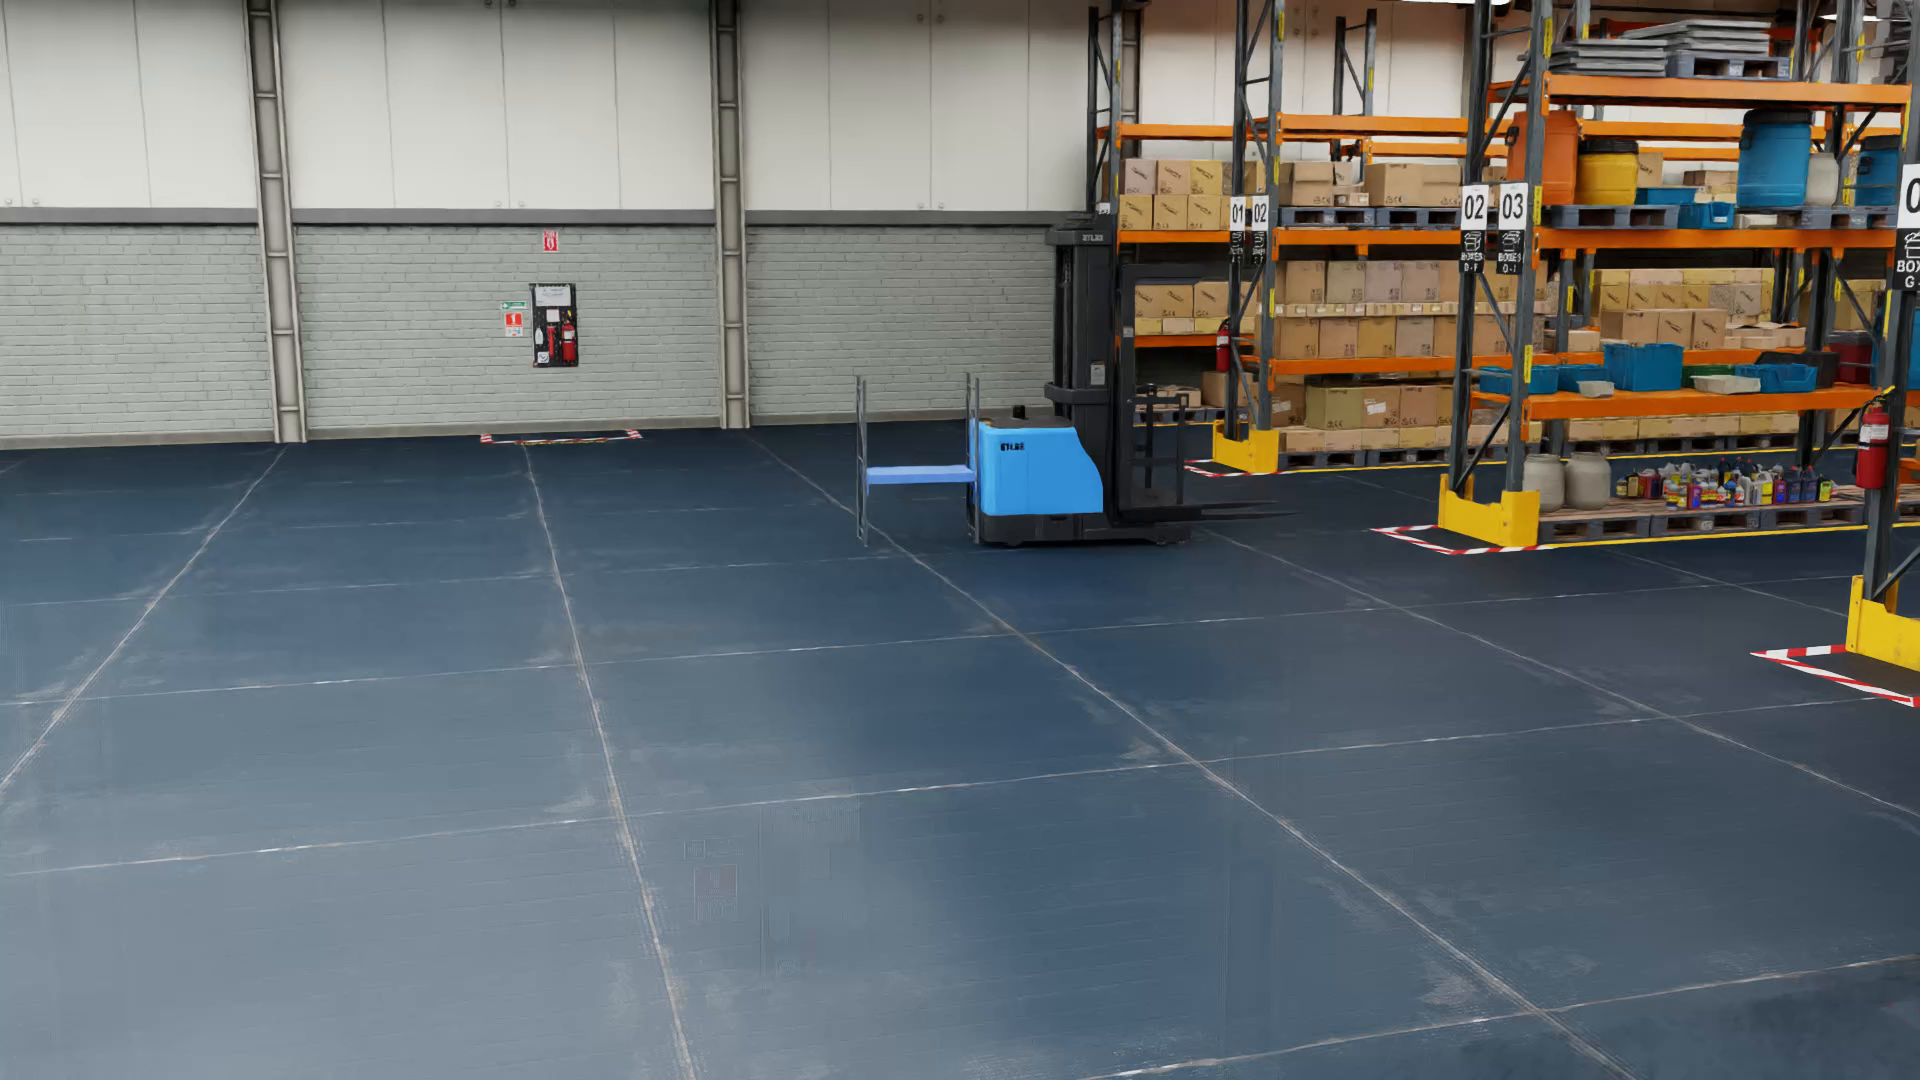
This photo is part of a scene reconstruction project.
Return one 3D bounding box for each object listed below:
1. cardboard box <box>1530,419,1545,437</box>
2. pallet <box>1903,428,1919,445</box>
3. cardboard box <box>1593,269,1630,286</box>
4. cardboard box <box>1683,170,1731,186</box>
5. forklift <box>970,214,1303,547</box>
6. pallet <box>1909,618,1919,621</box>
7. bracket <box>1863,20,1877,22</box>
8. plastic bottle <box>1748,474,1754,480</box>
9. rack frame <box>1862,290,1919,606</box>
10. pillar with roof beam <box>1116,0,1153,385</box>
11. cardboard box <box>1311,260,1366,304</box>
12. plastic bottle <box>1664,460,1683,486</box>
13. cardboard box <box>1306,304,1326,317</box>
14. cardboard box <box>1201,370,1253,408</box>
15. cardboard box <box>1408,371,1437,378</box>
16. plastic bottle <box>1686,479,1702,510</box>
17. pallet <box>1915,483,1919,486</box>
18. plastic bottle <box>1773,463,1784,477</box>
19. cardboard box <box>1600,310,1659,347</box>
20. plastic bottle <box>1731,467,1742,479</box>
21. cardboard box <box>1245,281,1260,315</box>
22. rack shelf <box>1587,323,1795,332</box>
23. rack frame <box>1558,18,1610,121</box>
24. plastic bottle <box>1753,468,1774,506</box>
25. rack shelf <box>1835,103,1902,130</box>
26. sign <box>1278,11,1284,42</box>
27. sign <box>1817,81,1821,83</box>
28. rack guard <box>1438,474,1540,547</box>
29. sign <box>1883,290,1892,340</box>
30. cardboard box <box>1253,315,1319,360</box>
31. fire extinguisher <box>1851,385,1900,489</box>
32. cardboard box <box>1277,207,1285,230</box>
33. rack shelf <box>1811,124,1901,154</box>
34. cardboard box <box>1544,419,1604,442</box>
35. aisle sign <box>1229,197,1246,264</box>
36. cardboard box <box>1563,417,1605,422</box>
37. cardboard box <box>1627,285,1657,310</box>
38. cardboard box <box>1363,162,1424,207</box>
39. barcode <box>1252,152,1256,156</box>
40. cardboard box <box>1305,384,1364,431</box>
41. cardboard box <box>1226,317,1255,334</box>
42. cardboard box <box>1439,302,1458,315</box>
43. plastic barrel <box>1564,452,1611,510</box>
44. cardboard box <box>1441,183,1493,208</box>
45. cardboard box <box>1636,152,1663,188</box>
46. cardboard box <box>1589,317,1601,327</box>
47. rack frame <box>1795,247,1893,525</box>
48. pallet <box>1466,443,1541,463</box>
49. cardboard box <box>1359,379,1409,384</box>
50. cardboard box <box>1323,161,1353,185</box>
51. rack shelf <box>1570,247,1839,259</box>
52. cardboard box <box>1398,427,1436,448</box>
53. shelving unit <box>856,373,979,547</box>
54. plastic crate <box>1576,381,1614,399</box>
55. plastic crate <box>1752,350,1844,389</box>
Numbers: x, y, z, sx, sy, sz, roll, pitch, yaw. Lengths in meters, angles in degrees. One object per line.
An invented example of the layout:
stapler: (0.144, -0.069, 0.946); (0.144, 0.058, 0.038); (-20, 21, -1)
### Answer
cardboard box: (7.610, -1.493, 21.511); (0.500, 0.250, 0.500); (-3, 11, -16)
pallet: (13.030, -1.491, 22.766); (1.213, 0.211, 1.003); (-3, 11, -16)
cardboard box: (10.281, -4.185, 26.472); (0.500, 0.250, 0.500); (-3, 11, -15)
cardboard box: (12.178, -5.891, 27.116); (0.500, 0.250, 0.500); (-3, 11, -18)
forklift: (1.635, -1.489, 15.242); (3.031, 2.935, 1.130); (-2, 11, -10)
pallet: (7.080, 0.690, 10.921); (1.213, 0.211, 1.003); (-3, 11, -16)
bracket: (16.987, -8.830, 28.415); (4.783, 0.066, 0.076); (-3, 11, -16)
plastic bottle: (7.588, -0.495, 15.939); (0.133, 0.283, 0.061); (-3, 11, -16)
rack frame: (6.217, -0.643, 10.458); (0.127, 3.000, 1.000); (-3, 11, -16)
pillar with roof beam: (3.697, -5.614, 20.890); (0.548, 9.000, 9.100); (-3, 11, -16)
cardboard box: (4.458, -3.104, 19.967); (0.500, 0.500, 0.700); (-3, 11, -17)
plastic bottle: (7.015, -0.611, 16.384); (0.185, 0.351, 0.144); (-3, 11, -14)
cardboard box: (4.142, -2.730, 19.725); (0.250, 0.149, 0.380); (-3, 11, -17)
cardboard box: (4.019, -2.290, 25.092); (0.500, 0.500, 0.700); (-4, 11, -20)
cardboard box: (7.089, -2.491, 26.183); (0.500, 0.500, 0.700); (-3, 11, -17)
plastic bottle: (6.883, -0.430, 15.590); (0.133, 0.283, 0.061); (-3, 11, -15)
pallet: (10.590, -0.444, 17.078); (1.213, 0.211, 1.003); (-3, 11, -16)
plastic bottle: (8.245, -0.641, 16.768); (0.097, 0.271, 0.097); (0, 10, 0)
cardboard box: (8.540, -2.679, 21.244); (0.500, 0.500, 0.500); (-2, 11, -12)
plastic bottle: (7.677, -0.584, 16.457); (0.097, 0.271, 0.097); (0, 10, 0)
cardboard box: (4.573, -3.606, 24.840); (0.500, 0.500, 0.500); (-3, 11, -18)
rack shelf: (11.665, -3.378, 27.303); (4.000, 0.370, 1.077); (-3, 11, -16)
rack frame: (9.745, -6.581, 26.145); (0.127, 3.000, 1.000); (-3, 11, -16)
plastic bottle: (7.641, -0.511, 15.843); (0.185, 0.351, 0.144); (-3, 11, -16)
rack shelf: (10.594, -4.208, 16.342); (4.000, 0.370, 1.077); (-3, 11, -16)
sign: (3.601, -5.756, 18.645); (0.005, 0.325, 0.100); (-3, 11, -16)
sign: (13.749, -7.188, 26.644); (0.005, 0.325, 0.100); (-3, 11, -16)
rack guard: (4.893, -0.287, 15.426); (0.348, 0.500, 1.175); (-3, 11, -16)
sign: (6.081, -1.465, 10.854); (0.005, 0.325, 0.100); (-3, 11, -16)
cardboard box: (3.904, -2.436, 19.920); (0.500, 0.500, 0.700); (-3, 11, -16)
fire extinguisher: (5.979, -0.679, 10.868); (0.183, 0.674, 0.296); (-3, 11, -16)
cardboard box: (4.478, -4.836, 24.619); (0.500, 0.500, 0.500); (-3, 11, -18)
rack shelf: (13.053, -5.271, 22.120); (4.000, 0.370, 1.077); (-3, 11, -16)
cardboard box: (7.749, -1.399, 21.000); (0.500, 0.250, 0.500); (-3, 11, -17)
aisle sign: (3.307, -3.691, 19.837); (0.004, 0.787, 0.394); (-3, 11, -16)
cardboard box: (7.759, -1.675, 20.951); (0.500, 0.311, 0.500); (-3, 11, -16)
cardboard box: (10.788, -3.841, 26.678); (0.500, 0.500, 0.500); (-3, 11, -14)
cardboard box: (5.123, -4.201, 19.680); (0.500, 0.500, 0.500); (-3, 11, -16)
barcode: (4.450, -5.842, 25.169); (0.075, 0.075, 0.001); (-3, 11, -16)
cardboard box: (4.509, -1.602, 20.033); (0.500, 0.500, 0.500); (-3, 11, -16)
cardboard box: (4.092, -3.210, 24.763); (0.500, 0.250, 0.500); (-3, 11, -15)
cardboard box: (5.872, -2.821, 20.220); (0.250, 0.149, 0.380); (-3, 11, -14)
plastic barrel: (5.925, -0.559, 15.713); (0.421, 0.512, 0.421); (0, 10, 0)
cardboard box: (6.217, -4.267, 20.560); (0.500, 0.311, 0.500); (-4, 11, -19)
cardboard box: (8.436, -4.602, 20.859); (0.500, 0.500, 0.500); (-2, 11, -10)
cardboard box: (10.126, -3.494, 26.581); (0.250, 0.149, 0.380); (-3, 11, -17)
rack frame: (8.673, -1.706, 16.234); (0.127, 3.000, 1.000); (-3, 11, -16)
pallet: (6.517, -1.163, 20.986); (1.213, 0.211, 1.003); (-3, 11, -16)
cardboard box: (5.320, -1.745, 20.809); (0.500, 0.500, 0.500); (-3, 11, -16)
cardboard box: (5.499, -5.382, 24.822); (0.500, 0.500, 0.500); (-4, 11, -21)
rack shelf: (9.213, -3.790, 21.256); (4.000, 0.370, 1.077); (-3, 11, -16)
cardboard box: (5.470, -1.284, 20.372); (0.500, 0.250, 0.500); (-3, 11, -16)
shelving unit: (-0.386, -0.733, 15.087); (1.048, 1.500, 0.538); (-2, 11, -10)
plastic crate: (5.782, -1.364, 15.101); (0.250, 0.136, 0.298); (-3, 11, -16)
plastic crate: (8.135, -1.671, 16.216); (0.504, 0.338, 0.767); (-3, 11, -16)
